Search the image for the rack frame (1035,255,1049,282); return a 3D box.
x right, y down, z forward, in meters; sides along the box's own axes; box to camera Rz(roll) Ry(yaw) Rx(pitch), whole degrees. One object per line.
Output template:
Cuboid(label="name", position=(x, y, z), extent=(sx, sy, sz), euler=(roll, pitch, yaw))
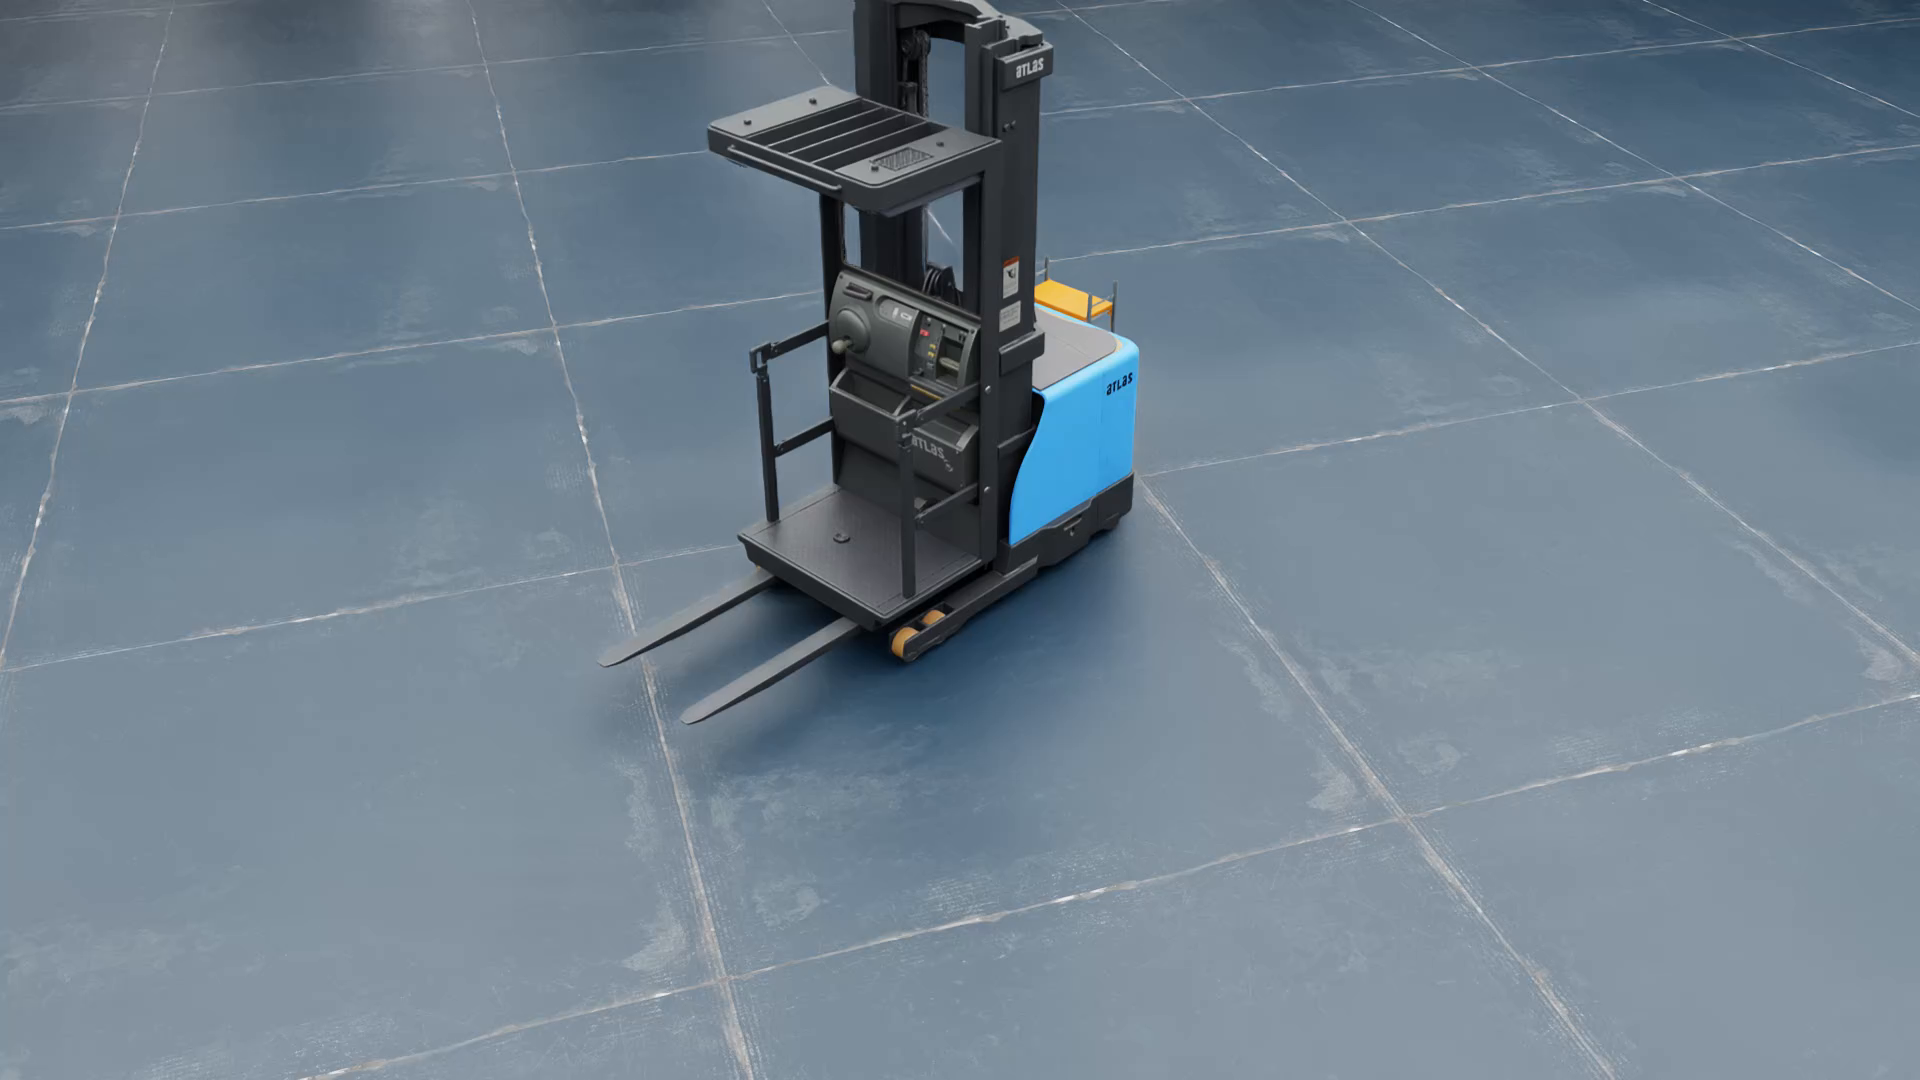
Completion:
Cuboid(label="rack frame", position=(0.413, -1.045, 9.562), extent=(0.015, 1.200, 0.240), euler=(27, 42, 35))

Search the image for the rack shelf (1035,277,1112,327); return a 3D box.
Cuboid(label="rack shelf", position=(0.592, -1.281, 9.207), extent=(0.480, 0.148, 0.258), euler=(27, 42, 35))

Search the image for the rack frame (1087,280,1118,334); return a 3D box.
Cuboid(label="rack frame", position=(0.771, -0.862, 9.285), extent=(0.015, 1.200, 0.240), euler=(27, 42, 35))

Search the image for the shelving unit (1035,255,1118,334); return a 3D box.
Cuboid(label="shelving unit", position=(0.592, -0.953, 9.424), extent=(0.503, 1.200, 0.258), euler=(27, 42, 35))

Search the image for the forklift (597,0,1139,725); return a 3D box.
Cuboid(label="forklift", position=(-0.423, -0.946, 7.843), extent=(1.130, 2.935, 3.031), euler=(27, 42, 35))
